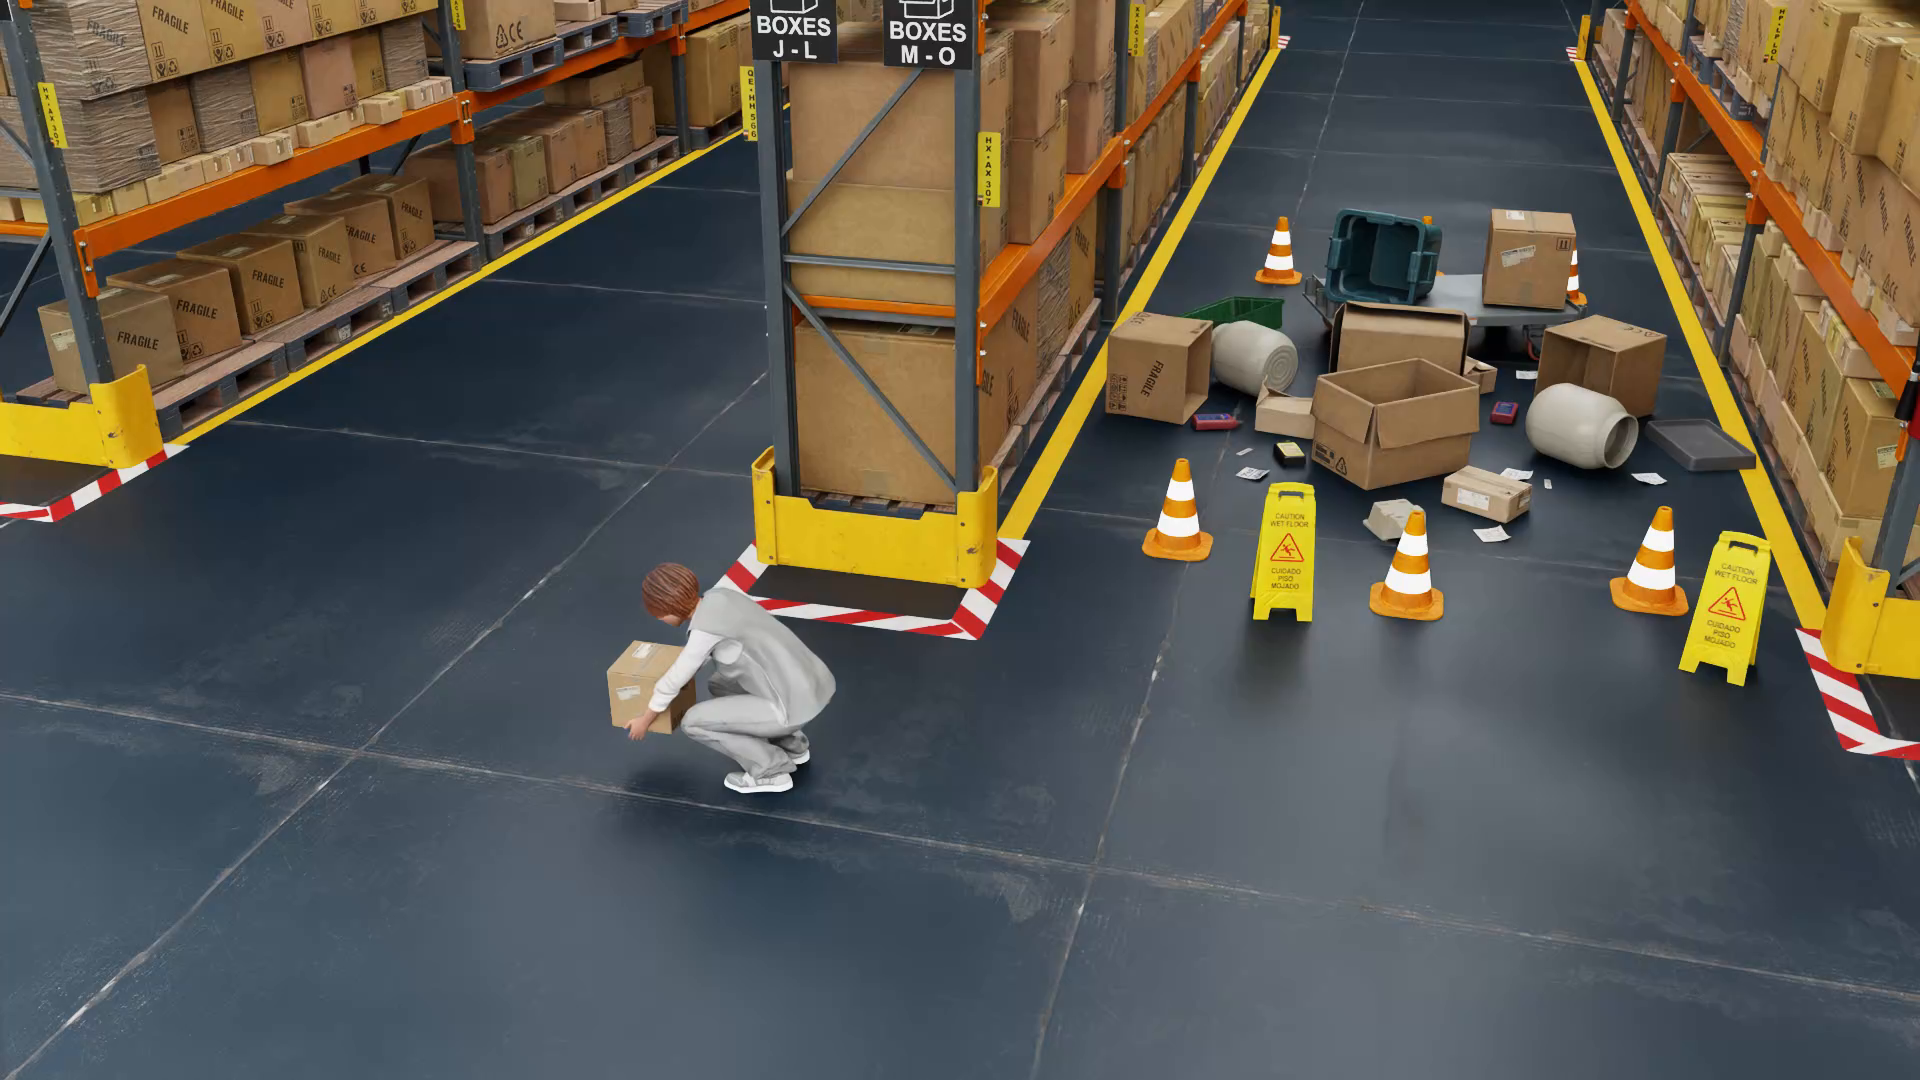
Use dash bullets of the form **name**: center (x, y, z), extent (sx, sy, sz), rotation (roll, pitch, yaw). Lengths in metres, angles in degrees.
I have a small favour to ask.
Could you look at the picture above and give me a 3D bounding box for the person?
- **person**: center (-0.885, 0.501, 6.384), extent (0.817, 0.912, 0.427), rotation (6, 26, 12)
